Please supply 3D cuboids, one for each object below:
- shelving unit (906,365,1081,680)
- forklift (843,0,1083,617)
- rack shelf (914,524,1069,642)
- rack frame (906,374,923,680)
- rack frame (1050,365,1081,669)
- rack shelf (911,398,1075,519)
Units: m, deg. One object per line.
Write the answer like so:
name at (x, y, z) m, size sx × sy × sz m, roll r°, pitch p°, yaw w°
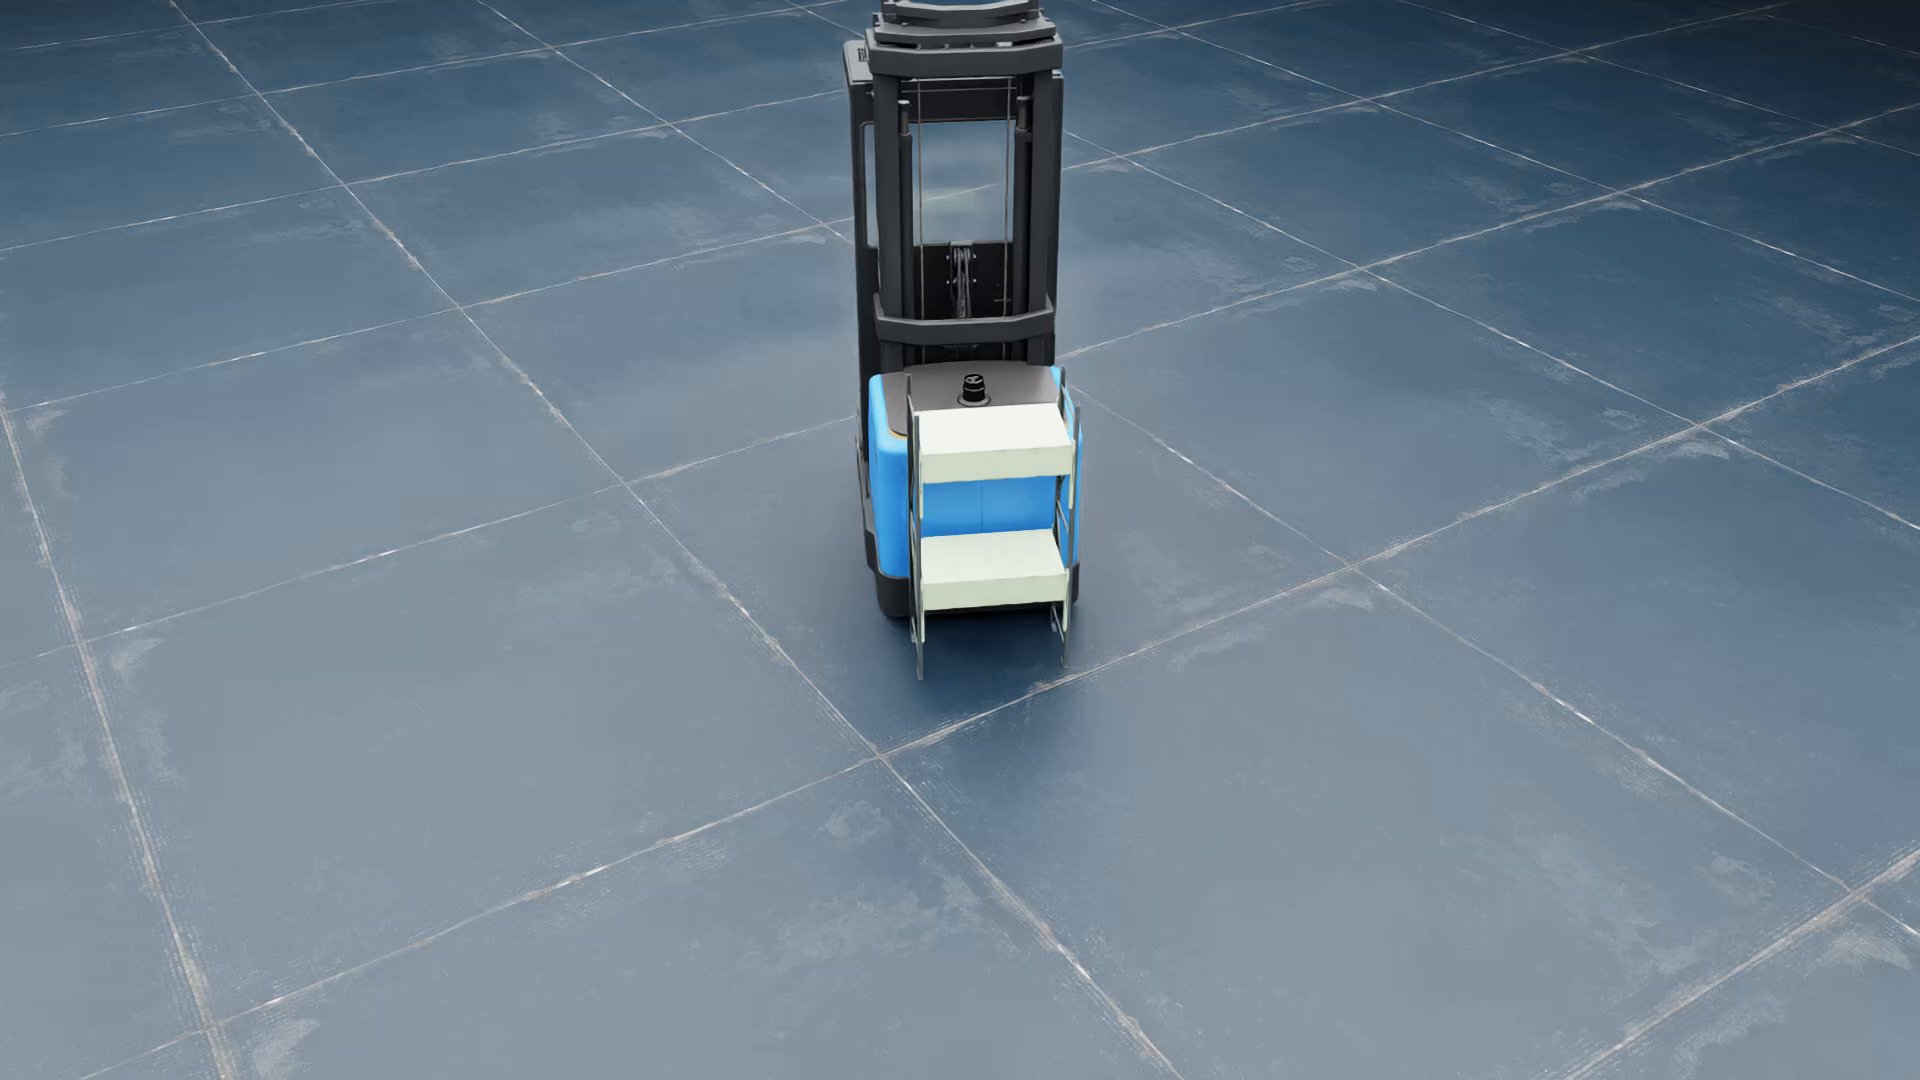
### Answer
shelving unit at (0.144, -0.063, 8.058) m, size 0.755 × 1.500 × 0.431 m, roll -4°, pitch 34°, yaw -6°
forklift at (-0.044, -1.608, 9.173) m, size 1.130 × 2.935 × 3.031 m, roll -3°, pitch 32°, yaw -5°
rack shelf at (0.144, 0.209, 8.237) m, size 0.720 × 0.370 × 0.431 m, roll -4°, pitch 34°, yaw -6°
rack frame at (-0.219, -0.038, 8.018) m, size 0.023 × 1.500 × 0.400 m, roll -4°, pitch 34°, yaw -6°
rack frame at (0.507, -0.088, 8.097) m, size 0.023 × 1.500 × 0.400 m, roll -4°, pitch 34°, yaw -6°
rack shelf at (0.145, -0.389, 7.843) m, size 0.720 × 0.370 × 0.431 m, roll -4°, pitch 34°, yaw -6°
